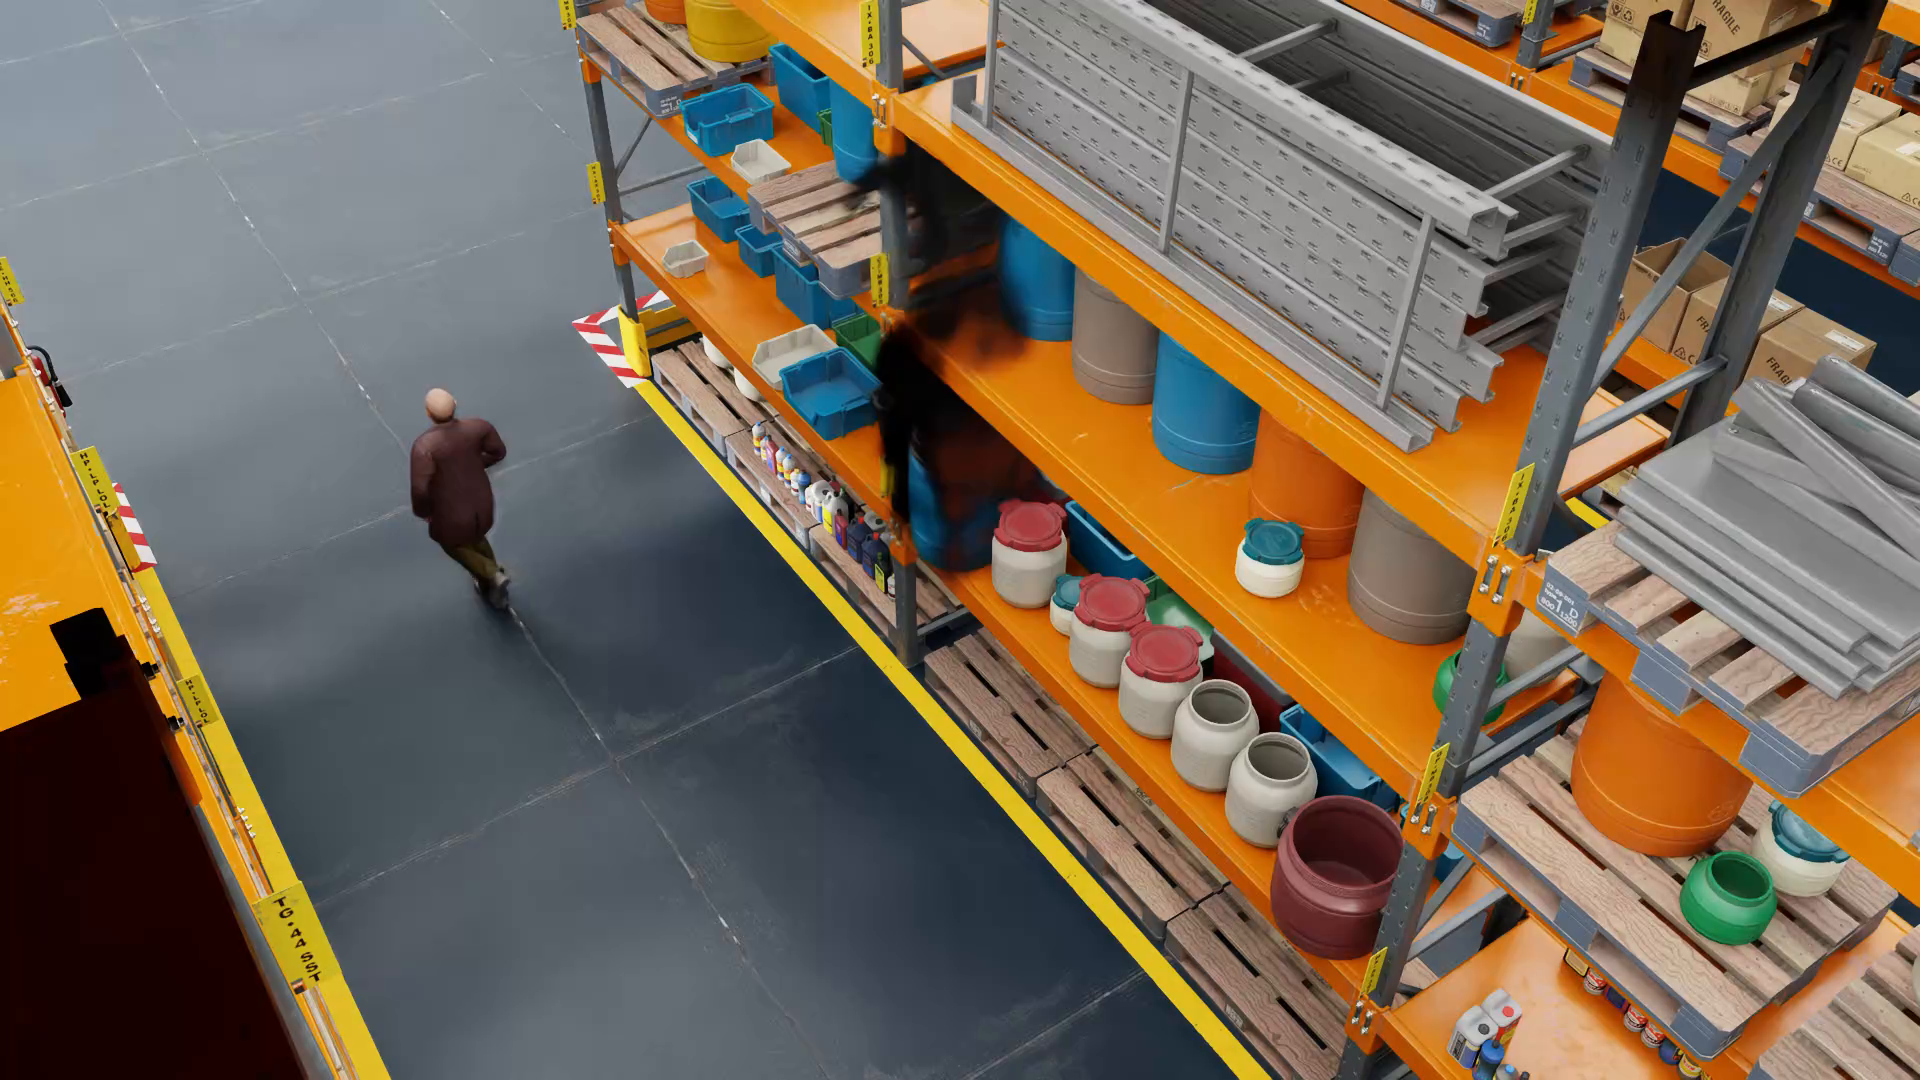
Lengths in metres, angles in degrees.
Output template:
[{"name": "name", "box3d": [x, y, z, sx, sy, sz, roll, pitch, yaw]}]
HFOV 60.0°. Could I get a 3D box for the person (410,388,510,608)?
[{"name": "person", "box3d": [-3.187, -0.222, 10.731, 0.713, 1.748, 0.723, 33, 52, 31]}]
